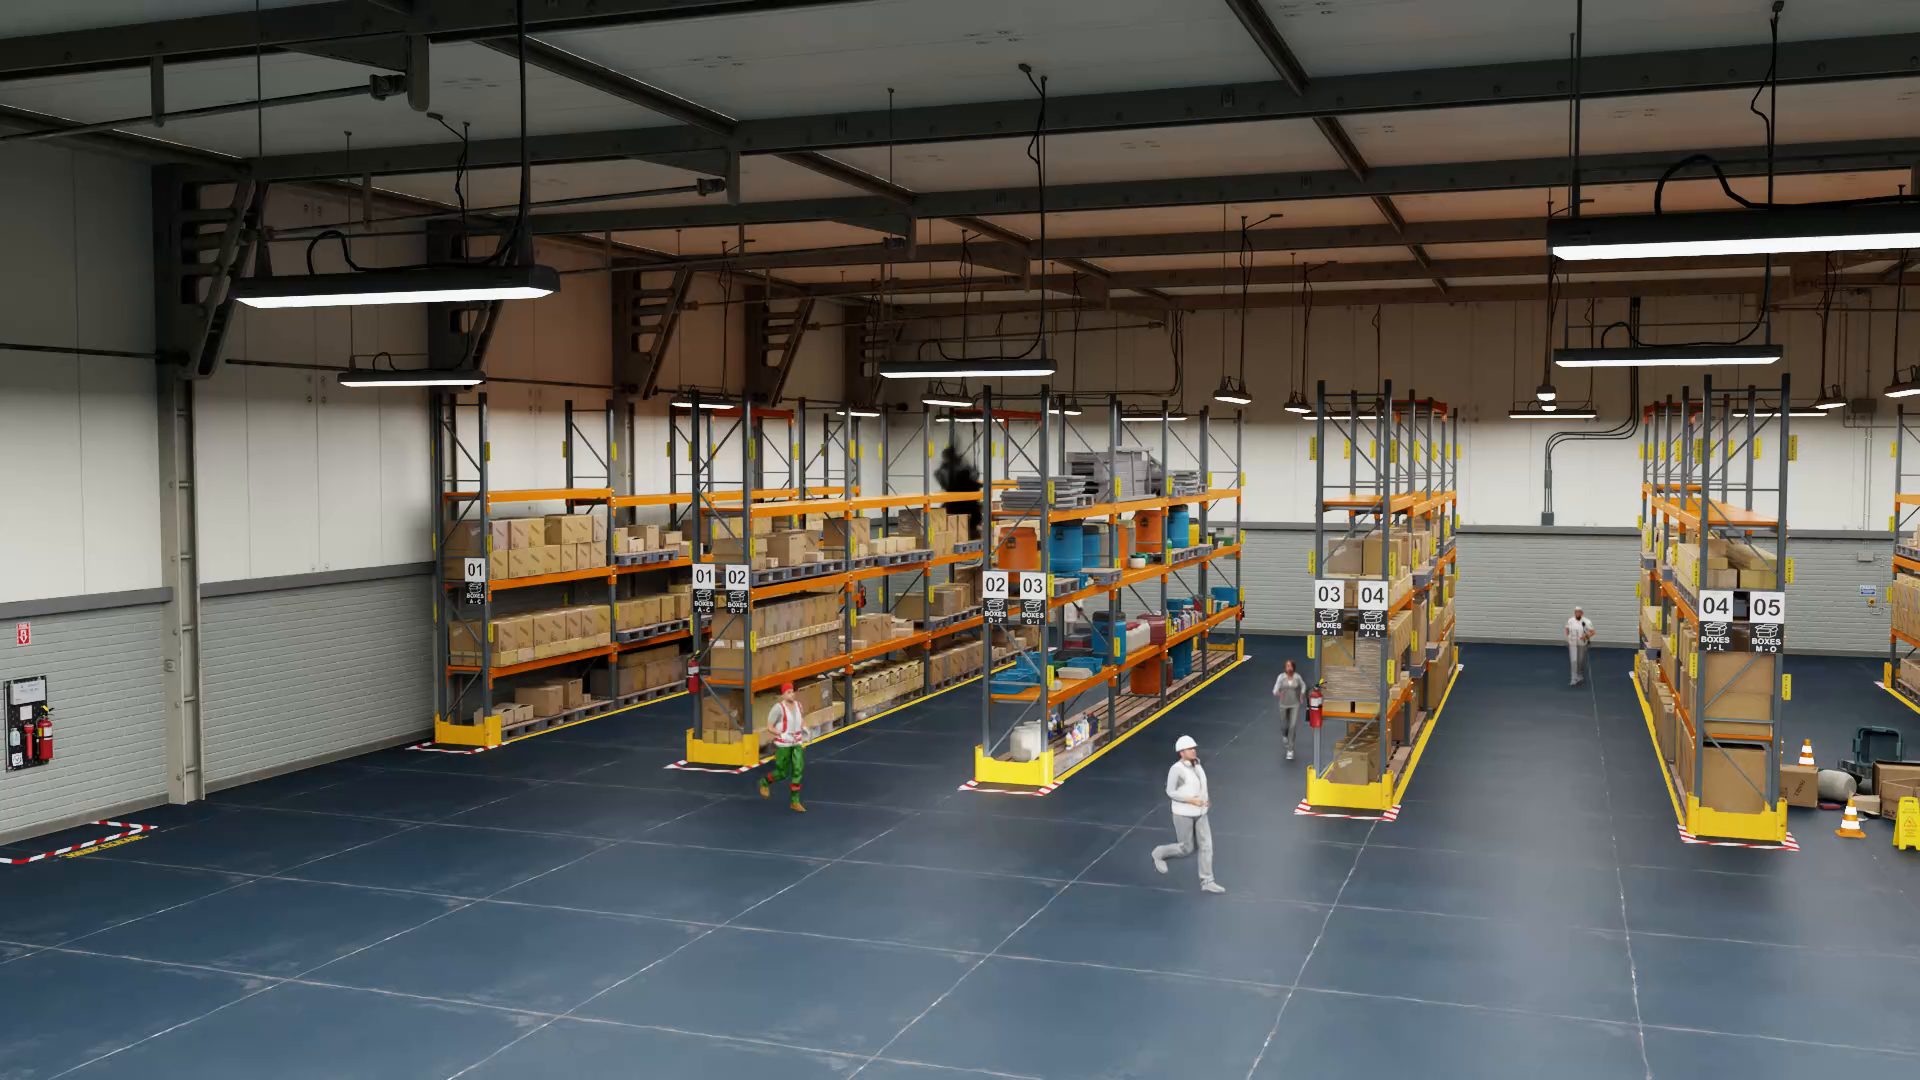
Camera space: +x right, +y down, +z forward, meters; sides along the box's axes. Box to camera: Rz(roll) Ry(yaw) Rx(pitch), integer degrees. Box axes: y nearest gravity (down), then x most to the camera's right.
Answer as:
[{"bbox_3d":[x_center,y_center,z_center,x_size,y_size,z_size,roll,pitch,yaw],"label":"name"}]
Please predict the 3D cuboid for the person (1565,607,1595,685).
[{"bbox_3d":[13.270,2.247,35.619,0.602,1.652,0.861,1,3,25],"label":"person"}]

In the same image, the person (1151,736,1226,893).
[{"bbox_3d":[2.637,3.112,19.015,0.676,1.741,0.971,-3,4,-42],"label":"person"}]

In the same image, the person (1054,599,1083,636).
[{"bbox_3d":[2.455,1.841,37.834,0.683,1.744,0.685,1,3,10],"label":"person"}]

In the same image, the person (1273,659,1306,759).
[{"bbox_3d":[5.403,2.754,27.268,0.537,1.573,0.860,1,3,10],"label":"person"}]

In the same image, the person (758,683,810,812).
[{"bbox_3d":[-2.437,2.882,23.345,0.664,1.781,0.886,-3,4,-41],"label":"person"}]
